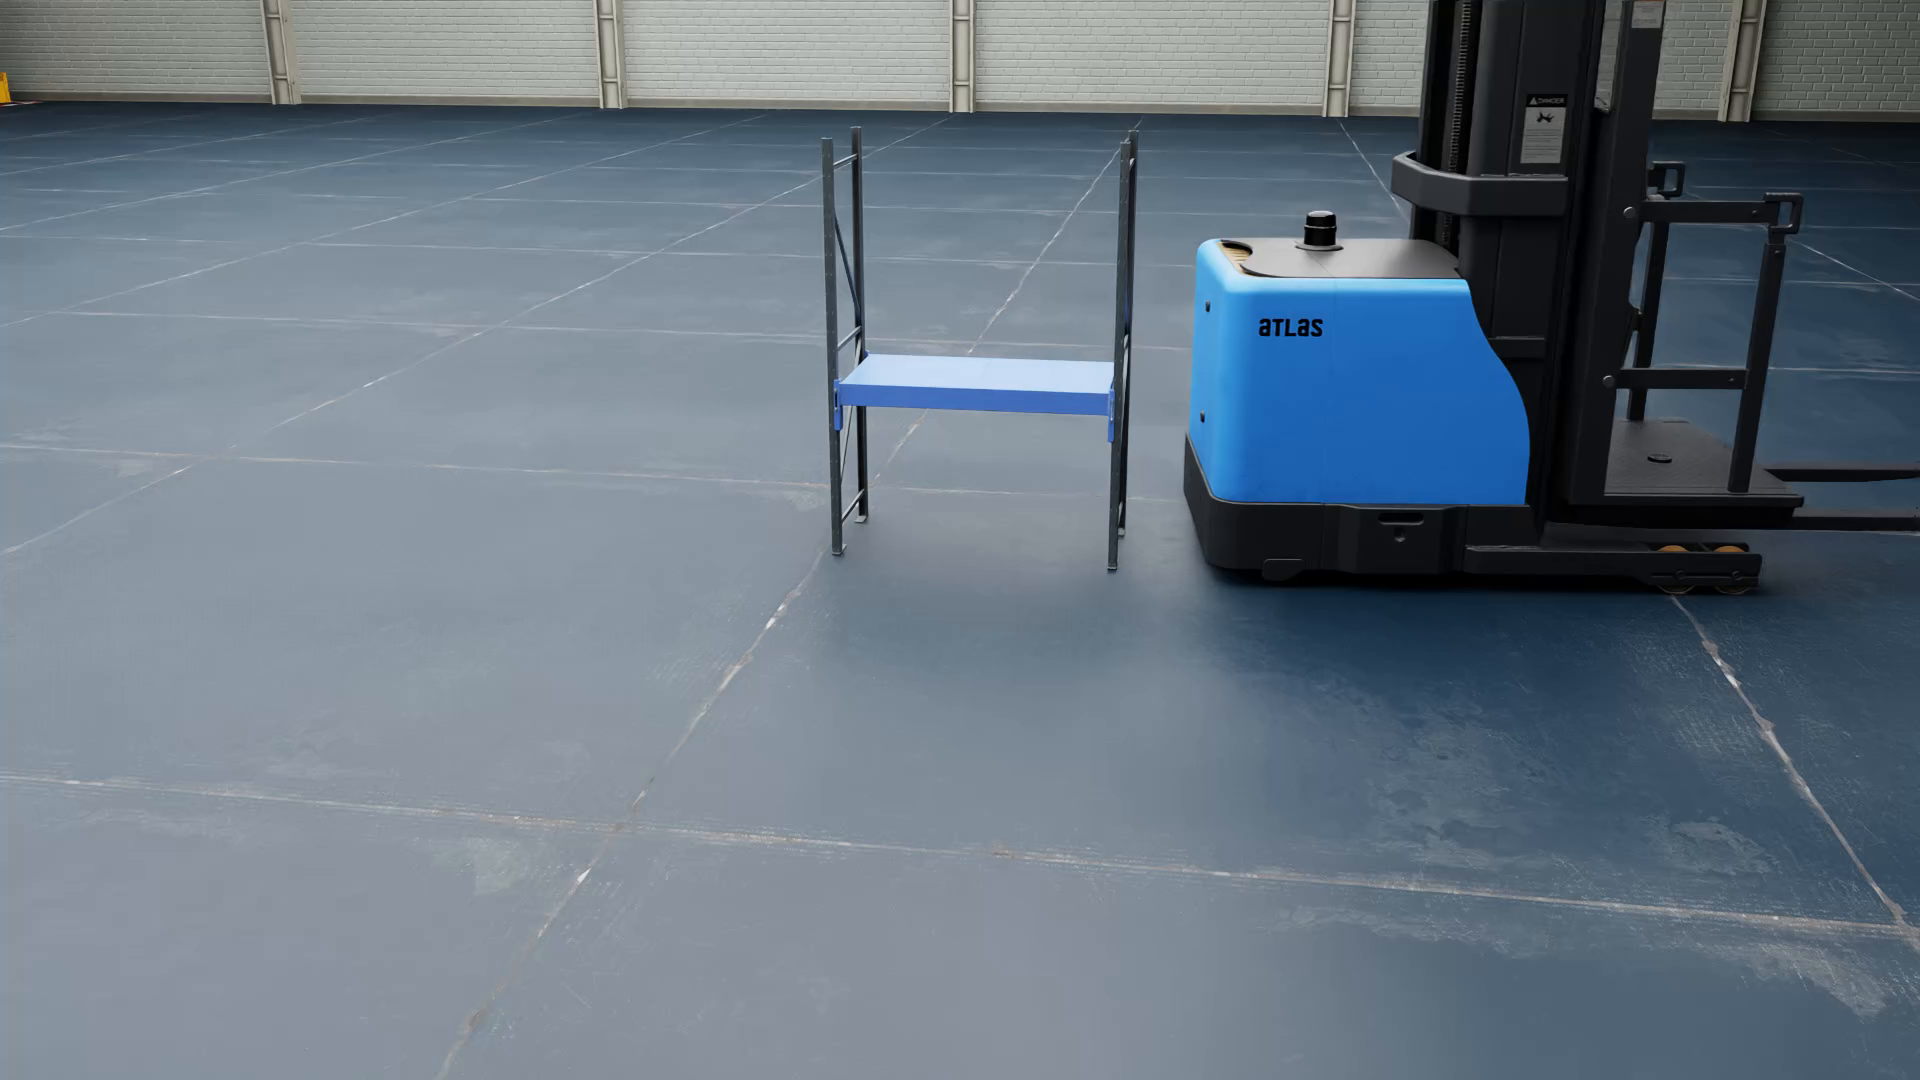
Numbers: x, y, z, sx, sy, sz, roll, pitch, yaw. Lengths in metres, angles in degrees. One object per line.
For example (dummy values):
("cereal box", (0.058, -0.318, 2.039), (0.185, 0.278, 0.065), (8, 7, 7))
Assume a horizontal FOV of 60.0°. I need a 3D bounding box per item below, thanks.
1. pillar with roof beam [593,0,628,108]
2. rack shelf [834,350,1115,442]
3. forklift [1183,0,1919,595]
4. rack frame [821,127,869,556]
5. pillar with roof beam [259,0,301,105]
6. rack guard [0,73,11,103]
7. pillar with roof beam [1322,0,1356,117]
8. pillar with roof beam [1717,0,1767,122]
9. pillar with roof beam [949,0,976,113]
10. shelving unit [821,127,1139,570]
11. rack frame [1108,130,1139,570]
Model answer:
("pillar with roof beam", (-6.563, -10.274, 22.826), (0.400, 9.000, 9.100), (3, 19, 9))
("rack shelf", (0.084, -0.536, 6.109), (1.000, 0.185, 0.538), (3, 19, 9))
("forklift", (2.397, -1.372, 5.784), (3.031, 2.935, 1.130), (1, 19, 2))
("rack frame", (-0.418, -0.733, 6.129), (0.032, 1.500, 0.500), (3, 19, 9))
("pillar with roof beam", (-12.487, -10.576, 23.729), (0.400, 9.000, 9.100), (3, 19, 9))
("rack guard", (-17.160, -7.877, 29.058), (0.348, 0.500, 1.175), (3, 19, 9))
("pillar with roof beam", (5.285, -9.670, 21.021), (0.400, 9.000, 9.100), (3, 19, 9))
("pillar with roof beam", (11.209, -9.368, 20.119), (0.400, 9.000, 9.100), (3, 19, 9))
("pillar with roof beam", (-0.639, -9.972, 21.924), (0.400, 9.000, 9.100), (3, 19, 9))
("shelving unit", (0.084, -0.707, 6.052), (1.048, 1.500, 0.538), (3, 19, 9))
("rack frame", (0.586, -0.681, 5.976), (0.032, 1.500, 0.500), (3, 19, 9))
